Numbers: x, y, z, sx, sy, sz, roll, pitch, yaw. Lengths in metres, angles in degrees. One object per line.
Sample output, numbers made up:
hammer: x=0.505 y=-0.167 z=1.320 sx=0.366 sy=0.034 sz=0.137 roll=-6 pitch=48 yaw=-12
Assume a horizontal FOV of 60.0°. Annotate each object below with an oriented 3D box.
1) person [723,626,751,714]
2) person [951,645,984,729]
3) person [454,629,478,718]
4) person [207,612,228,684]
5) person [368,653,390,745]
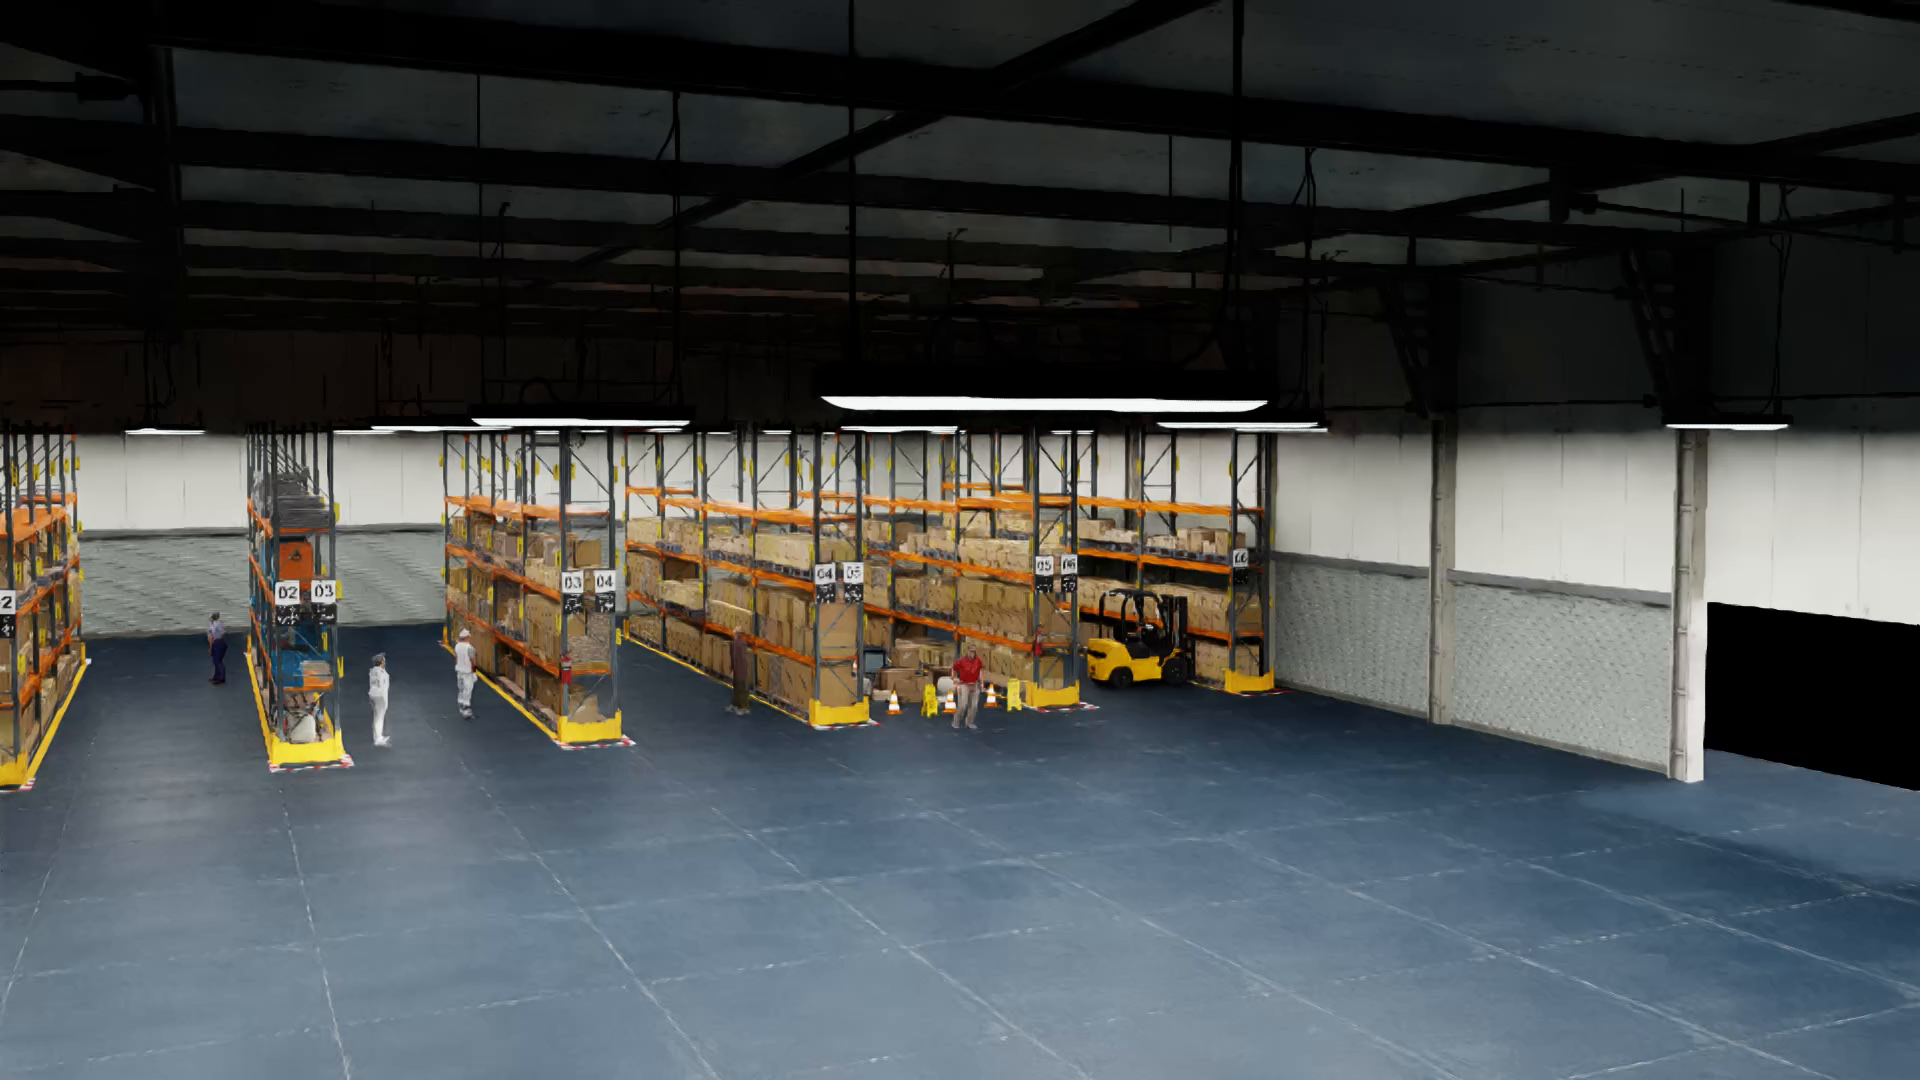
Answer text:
person: x=-4.616 y=2.669 z=34.351 sx=0.630 sy=1.773 sz=0.678 roll=0 pitch=4 yaw=5
person: x=0.149 y=2.862 z=32.446 sx=0.682 sy=1.676 sz=0.535 roll=-2 pitch=4 yaw=-27
person: x=-10.026 y=2.699 z=33.844 sx=0.605 sy=1.781 sz=0.450 roll=2 pitch=4 yaw=34
person: x=-17.254 y=2.482 z=38.534 sx=0.549 sy=1.644 sz=0.597 roll=0 pitch=4 yaw=1
person: x=-10.742 y=2.939 z=30.857 sx=0.546 sy=1.678 sz=0.430 roll=3 pitch=5 yaw=42
